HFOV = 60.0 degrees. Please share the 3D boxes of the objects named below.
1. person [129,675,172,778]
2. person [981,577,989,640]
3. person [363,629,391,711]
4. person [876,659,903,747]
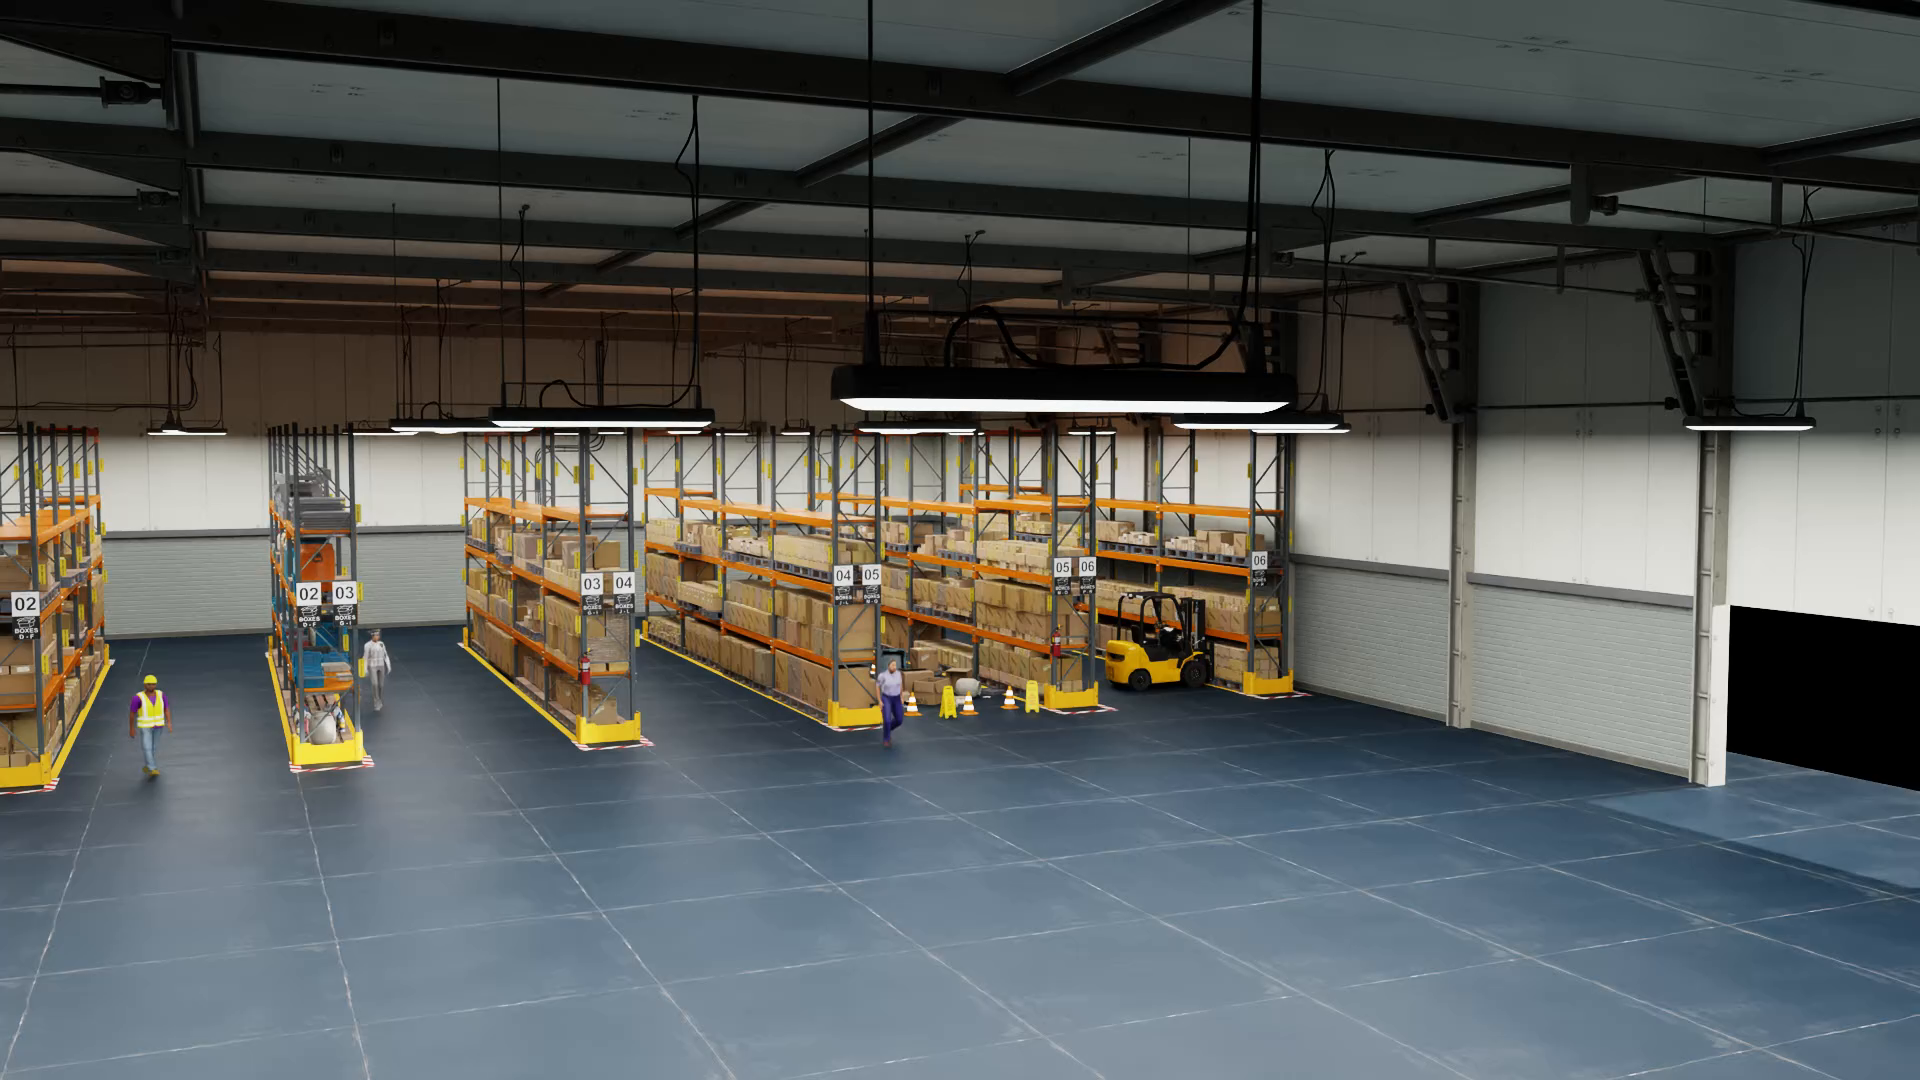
[{"bbox_3d":[-13.582,3.128,27.994,1.082,1.699,0.590,3,4,37],"label":"person"},{"bbox_3d":[0.769,1.975,47.219,0.539,1.727,0.638,2,4,25],"label":"person"},{"bbox_3d":[-12.331,2.745,35.273,0.512,1.698,0.676,-3,5,-44],"label":"person"},{"bbox_3d":[-1.338,3.020,31.122,0.568,1.631,0.532,-2,4,-30],"label":"person"}]
